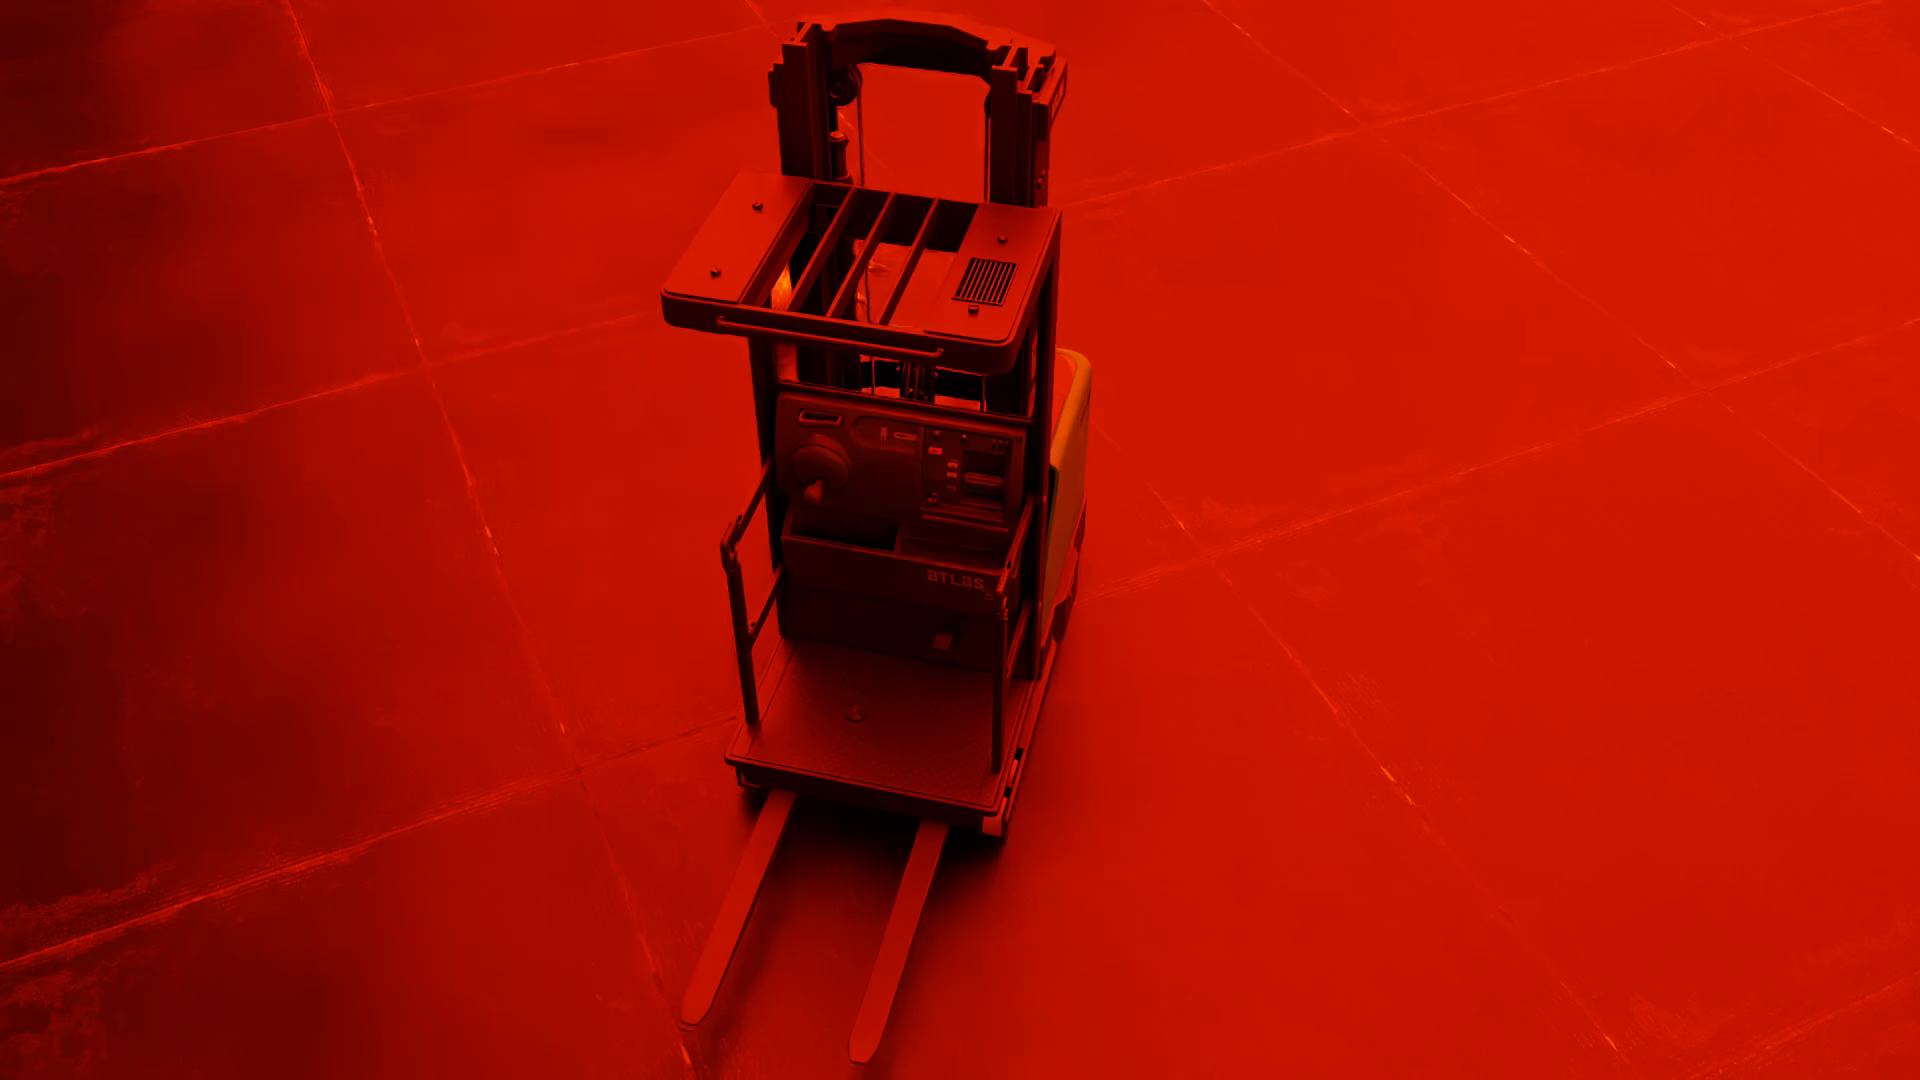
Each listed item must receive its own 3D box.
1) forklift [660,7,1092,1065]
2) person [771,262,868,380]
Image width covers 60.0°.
[{"bbox_3d":[-0.273,-0.196,5.890,1.130,2.935,3.031,10,44,10],"label":"forklift"},{"bbox_3d":[-0.512,-0.888,7.688,0.880,1.558,0.841,-17,46,-18],"label":"person"}]
